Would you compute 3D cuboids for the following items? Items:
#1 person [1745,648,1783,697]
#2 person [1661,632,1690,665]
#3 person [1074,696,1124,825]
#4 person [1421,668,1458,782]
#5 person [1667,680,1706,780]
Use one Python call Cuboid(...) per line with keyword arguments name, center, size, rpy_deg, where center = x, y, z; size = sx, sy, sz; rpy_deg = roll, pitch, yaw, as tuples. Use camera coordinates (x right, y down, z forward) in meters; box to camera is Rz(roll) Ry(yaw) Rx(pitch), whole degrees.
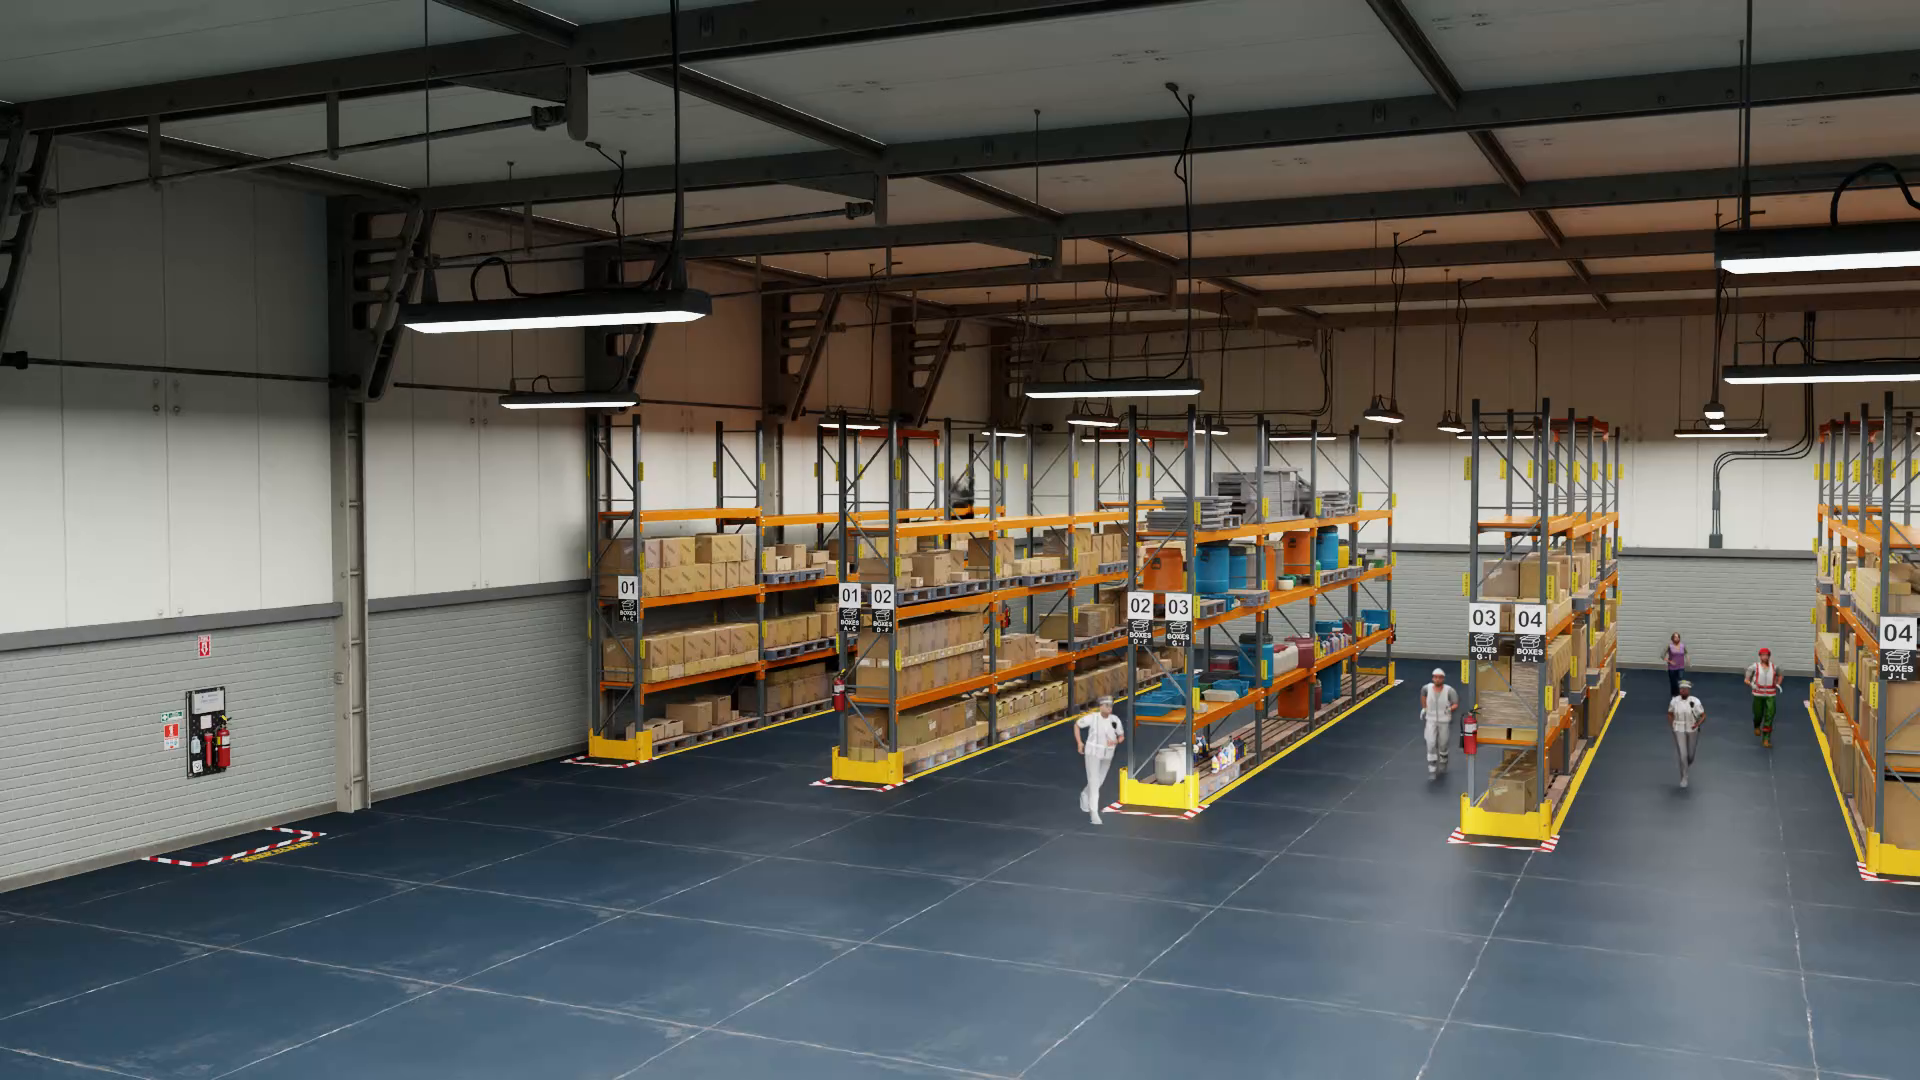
Cuboid(name="person", center=(14.670, 2.422, 30.295), size=(0.656, 0.902, 0.588), rpy_deg=(1, 2, 18))
Cuboid(name="person", center=(15.215, 2.358, 35.315), size=(0.591, 0.790, 0.367), rpy_deg=(0, 2, 10))
Cuboid(name="person", center=(2.042, 3.131, 24.083), size=(0.700, 1.772, 0.967), rpy_deg=(-1, 3, -21))
Cuboid(name="person", center=(7.841, 2.985, 27.220), size=(0.597, 1.803, 0.978), rpy_deg=(1, 2, 19))
Cuboid(name="person", center=(11.636, 3.035, 26.649), size=(0.576, 1.600, 0.606), rpy_deg=(1, 3, 24))
